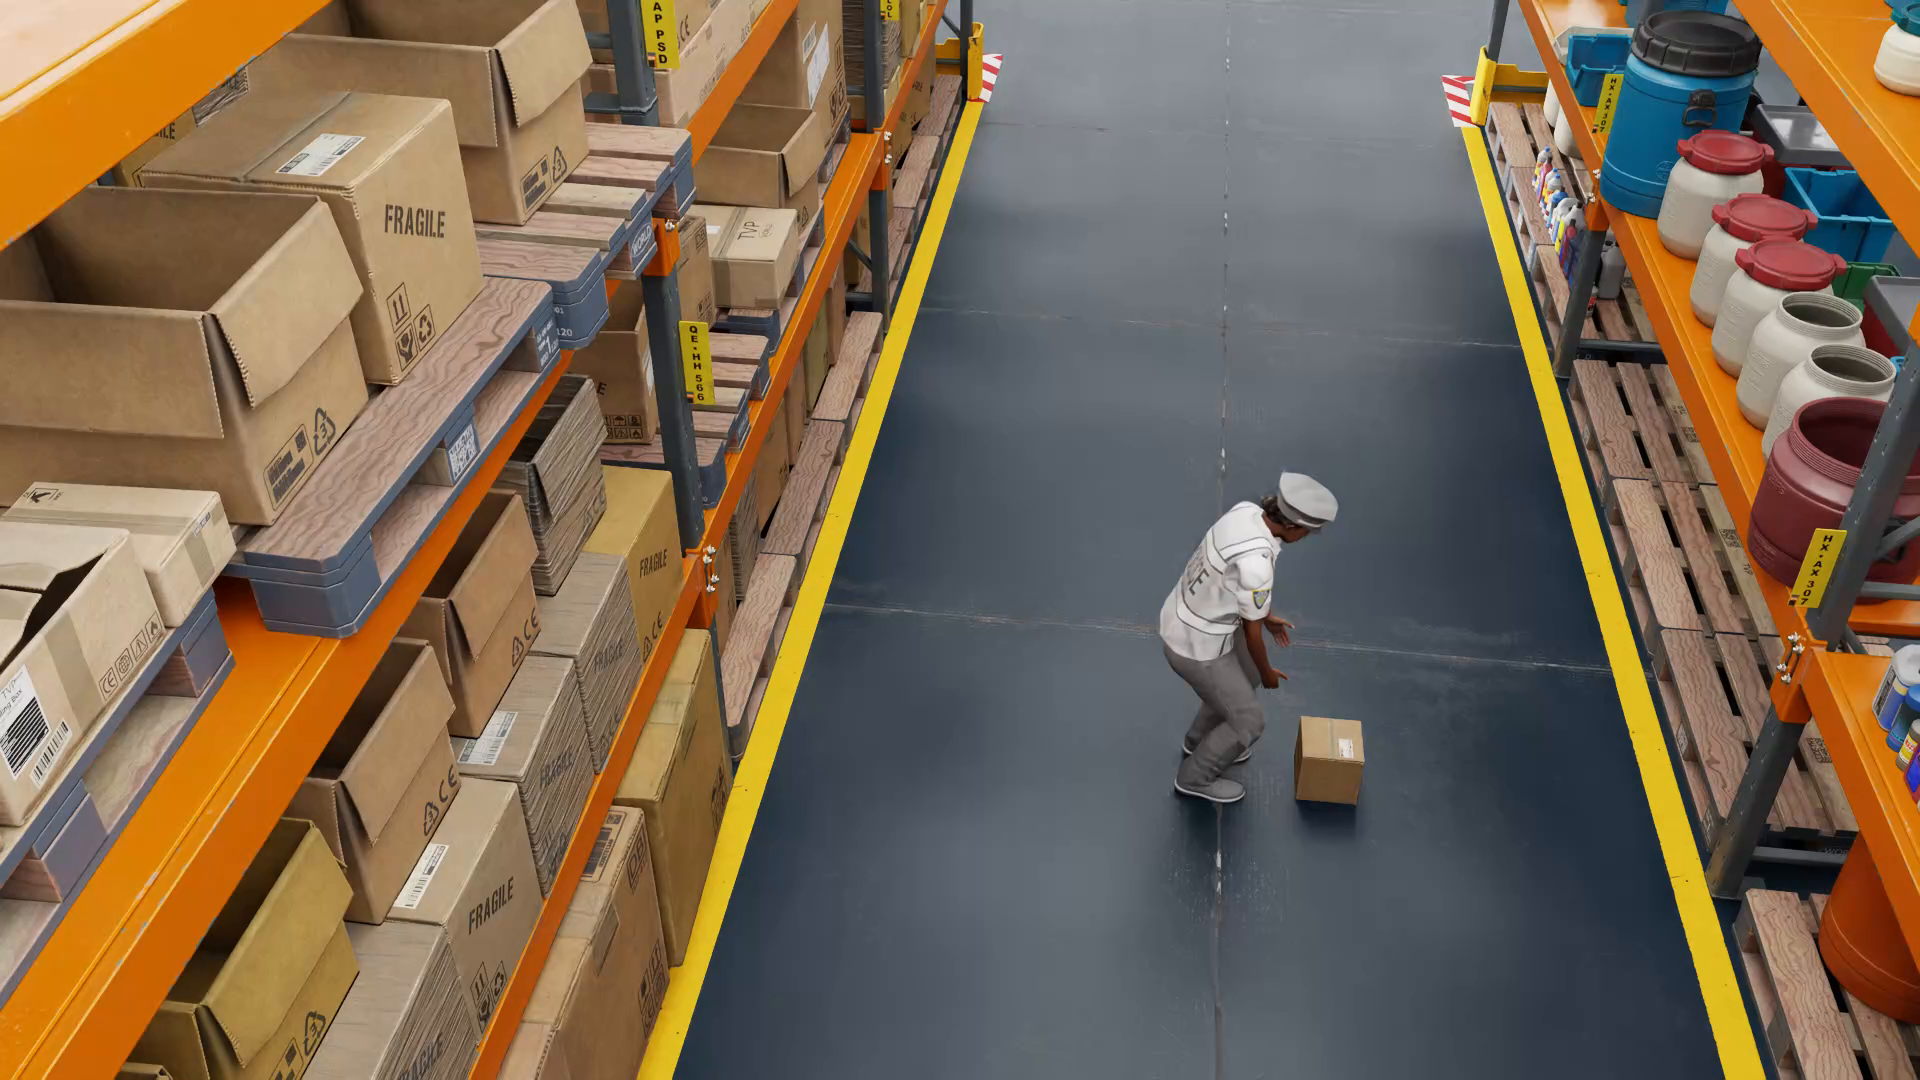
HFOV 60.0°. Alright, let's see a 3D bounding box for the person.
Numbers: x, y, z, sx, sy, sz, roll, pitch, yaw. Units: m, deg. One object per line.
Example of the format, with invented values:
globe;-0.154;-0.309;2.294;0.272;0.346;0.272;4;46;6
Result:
person;1.114;0.379;6.683;0.628;1.487;0.490;5;37;6
